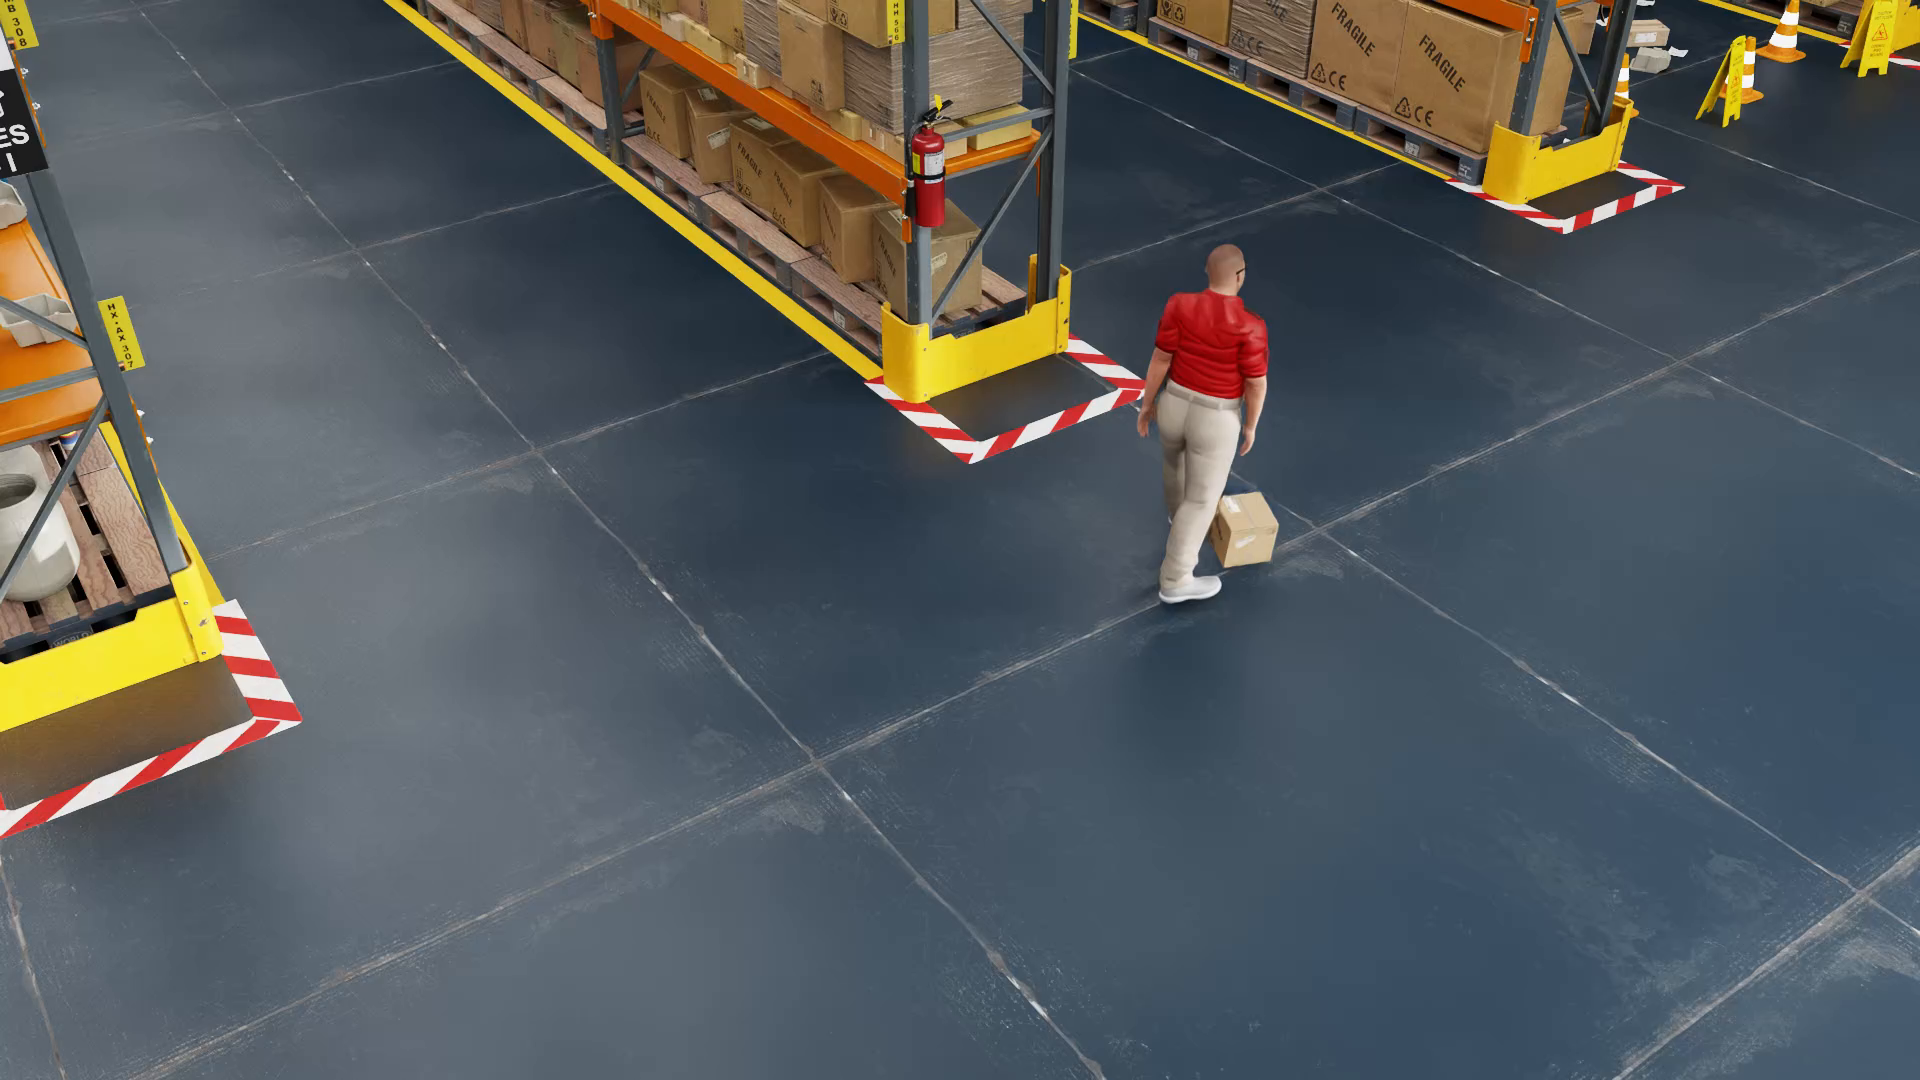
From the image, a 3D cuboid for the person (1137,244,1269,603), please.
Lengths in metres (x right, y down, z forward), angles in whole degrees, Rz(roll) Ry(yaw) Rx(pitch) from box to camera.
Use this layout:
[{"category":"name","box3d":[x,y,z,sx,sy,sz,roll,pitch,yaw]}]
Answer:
[{"category":"person","box3d":[1.168,-0.614,7.865,0.577,1.678,0.922,22,41,27]}]
